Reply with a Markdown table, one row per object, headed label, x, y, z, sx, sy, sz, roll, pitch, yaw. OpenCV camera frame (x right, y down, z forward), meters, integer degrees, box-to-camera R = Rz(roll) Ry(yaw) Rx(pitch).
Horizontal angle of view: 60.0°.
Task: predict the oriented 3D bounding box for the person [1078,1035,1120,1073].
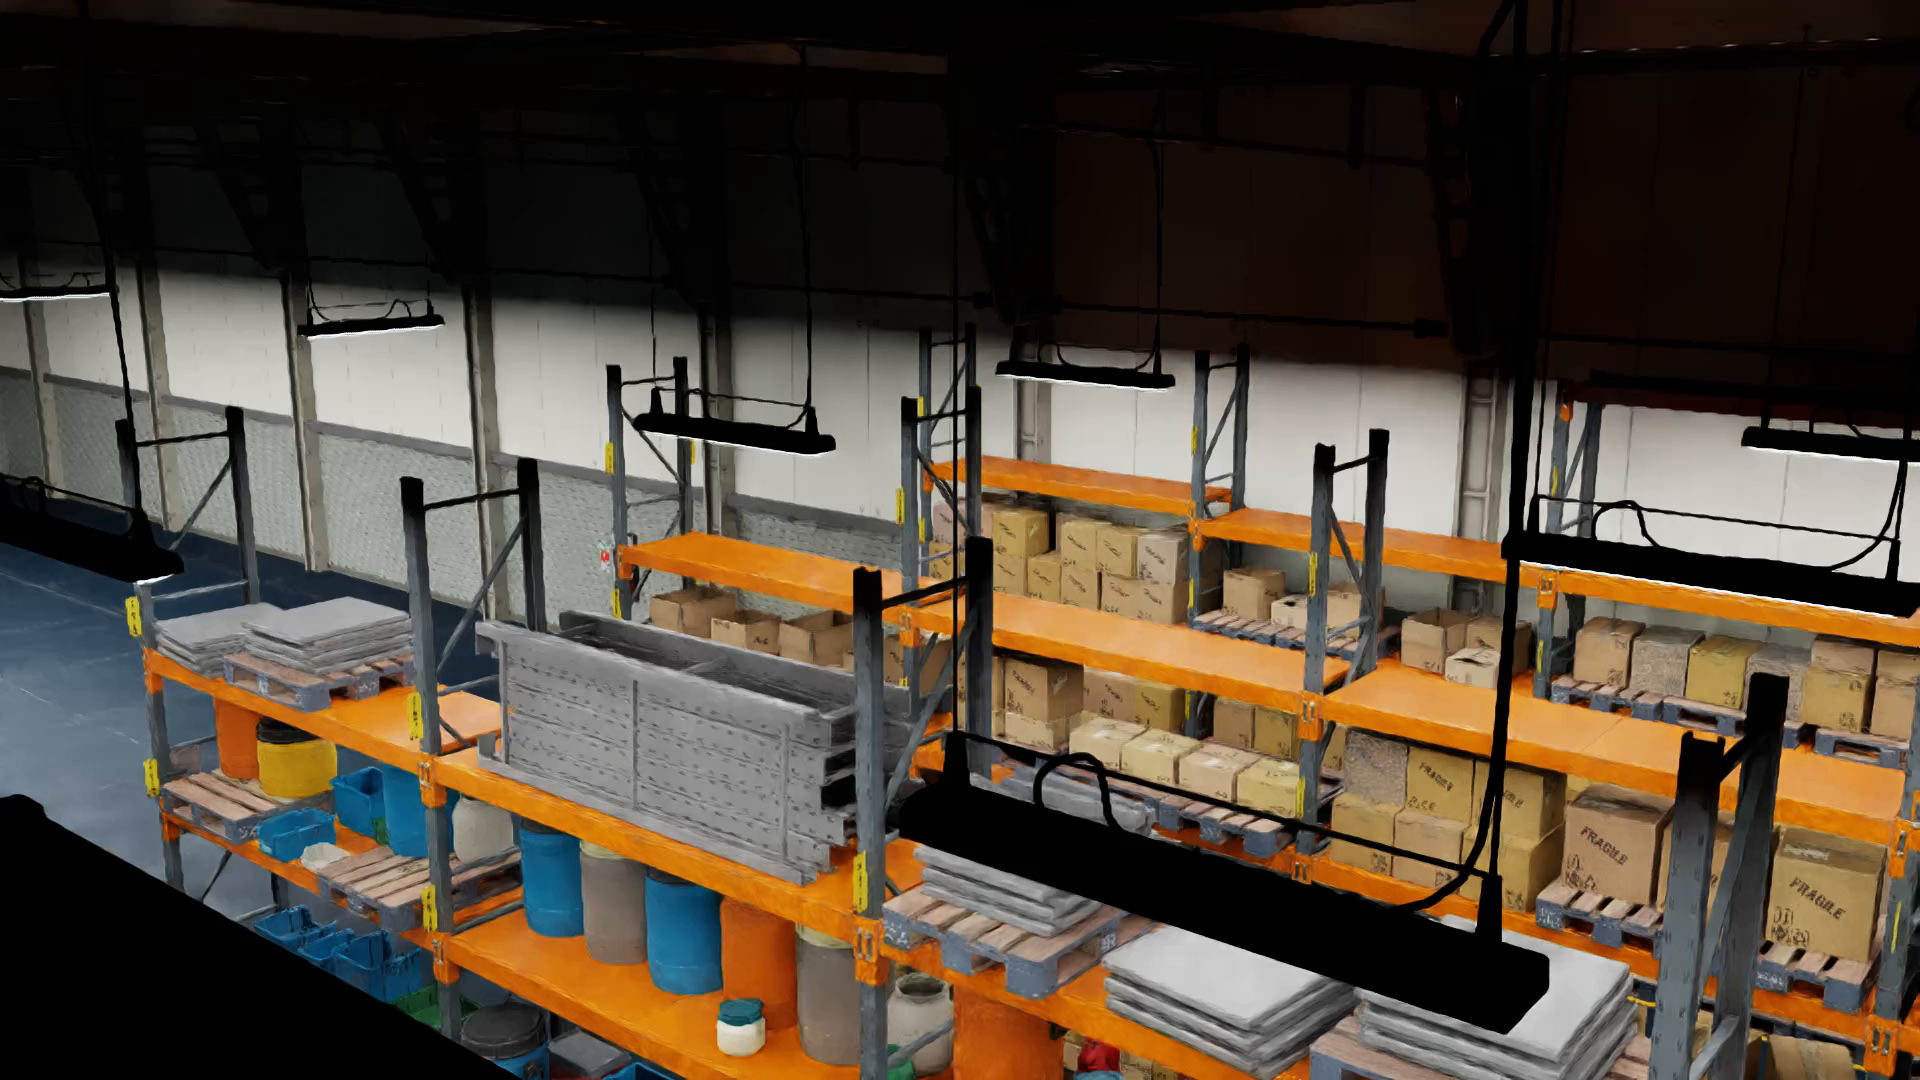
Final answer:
| label | x | y | z | sx | sy | sz | roll | pitch | yaw |
| --- | --- | --- | --- | --- | --- | --- | --- | --- | --- |
| person | 1.083 | 4.378 | 13.014 | 1.036 | 1.657 | 0.536 | 7 | 15 | 30 |
